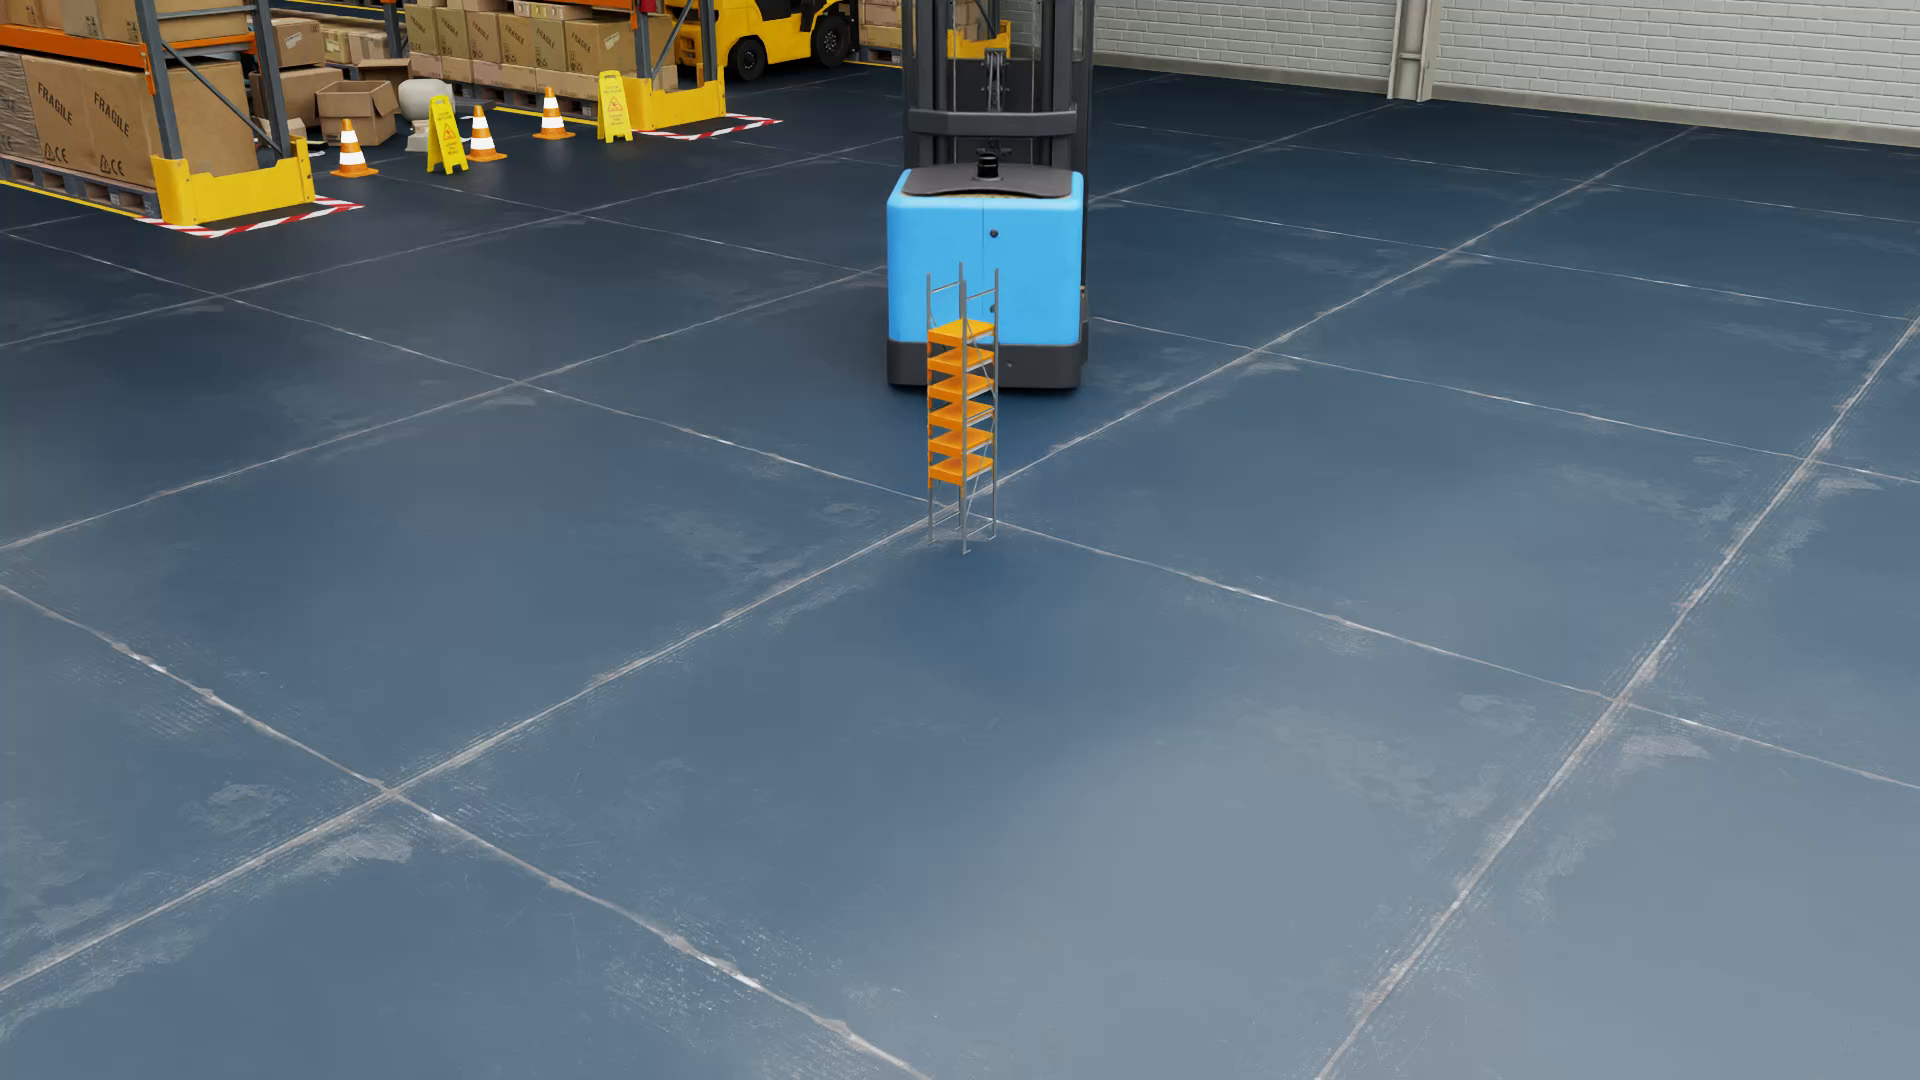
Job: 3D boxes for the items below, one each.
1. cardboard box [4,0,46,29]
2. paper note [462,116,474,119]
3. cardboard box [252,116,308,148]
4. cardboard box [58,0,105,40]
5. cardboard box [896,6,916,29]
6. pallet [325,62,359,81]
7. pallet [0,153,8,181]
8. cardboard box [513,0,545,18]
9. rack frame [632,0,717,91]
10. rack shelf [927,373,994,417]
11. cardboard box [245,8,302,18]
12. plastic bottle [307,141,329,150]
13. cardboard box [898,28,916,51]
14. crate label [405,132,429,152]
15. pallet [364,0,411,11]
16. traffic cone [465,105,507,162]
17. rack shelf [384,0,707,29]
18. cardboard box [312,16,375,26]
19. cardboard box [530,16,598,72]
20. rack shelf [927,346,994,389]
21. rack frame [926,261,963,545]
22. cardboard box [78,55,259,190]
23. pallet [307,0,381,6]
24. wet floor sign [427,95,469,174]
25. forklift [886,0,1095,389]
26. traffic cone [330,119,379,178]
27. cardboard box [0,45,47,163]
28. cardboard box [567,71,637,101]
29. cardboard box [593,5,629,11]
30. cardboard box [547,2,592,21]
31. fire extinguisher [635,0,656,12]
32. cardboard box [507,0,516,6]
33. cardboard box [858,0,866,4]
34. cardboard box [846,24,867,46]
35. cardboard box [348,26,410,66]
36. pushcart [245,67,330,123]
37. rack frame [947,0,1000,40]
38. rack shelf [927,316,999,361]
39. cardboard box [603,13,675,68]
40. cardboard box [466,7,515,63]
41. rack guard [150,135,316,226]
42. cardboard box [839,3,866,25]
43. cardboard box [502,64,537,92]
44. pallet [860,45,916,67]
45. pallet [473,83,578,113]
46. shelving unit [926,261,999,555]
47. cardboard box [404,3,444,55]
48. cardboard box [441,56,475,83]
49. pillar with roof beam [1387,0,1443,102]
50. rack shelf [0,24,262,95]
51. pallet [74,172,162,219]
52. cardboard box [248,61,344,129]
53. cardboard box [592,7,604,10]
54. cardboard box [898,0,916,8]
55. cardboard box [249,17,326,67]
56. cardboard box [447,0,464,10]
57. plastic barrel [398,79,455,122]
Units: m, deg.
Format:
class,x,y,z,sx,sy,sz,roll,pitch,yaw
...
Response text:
class,x,y,z,sx,sy,sz,roll,pitch,yaw
cardboard box,-7.313,-4.550,13.672,0.500,0.550,0.875,17,29,33
paper note,-5.035,-4.349,17.082,0.148,0.019,0.142,7,25,15
cardboard box,-6.434,-3.885,15.737,0.396,0.266,0.258,-21,31,-39
cardboard box,-6.491,-4.260,13.012,0.550,0.550,0.875,17,29,33
cardboard box,-0.429,-6.393,20.310,0.500,0.250,0.500,16,29,33
pallet,-6.650,-5.491,19.450,1.213,0.211,1.003,17,29,33
pallet,-8.353,-3.472,14.869,1.213,0.211,1.003,17,29,33
cardboard box,-4.366,-5.488,17.141,0.250,0.149,0.380,18,30,35
rack frame,-2.826,-5.612,16.266,0.127,3.000,1.000,17,29,33
rack shelf,0.012,-0.615,6.970,0.180,0.103,0.258,17,29,33
cardboard box,-8.781,-6.396,20.784,0.625,0.372,0.950,15,28,30
plastic bottle,-6.065,-3.689,15.548,0.283,0.061,0.133,7,25,15
cardboard box,-0.417,-6.159,20.399,0.500,0.250,0.500,17,29,34
crate label,-5.003,-3.719,15.521,0.298,0.136,0.250,3,24,6
pallet,-8.781,-8.655,26.632,1.213,0.211,1.003,17,29,33
traffic cone,-4.337,-3.698,15.069,0.334,0.463,0.336,17,29,33
rack shelf,-4.426,-5.766,17.508,4.000,0.370,1.077,17,29,33
cardboard box,-7.582,-6.035,19.965,0.625,0.372,0.950,18,29,35
cardboard box,-4.043,-5.123,17.117,0.500,0.500,0.500,18,30,35
rack shelf,0.012,-0.725,6.921,0.180,0.103,0.258,17,29,33
rack frame,-0.062,-0.568,7.050,0.006,1.200,0.240,17,29,33
cardboard box,-6.296,-3.353,13.253,0.875,0.875,0.875,17,29,34
pallet,-10.003,-9.006,27.428,1.213,0.211,1.003,17,29,33
wet floor sign,-4.503,-3.544,14.494,0.232,0.644,0.267,12,26,24
forklift,0.233,-2.708,9.761,1.130,2.935,3.031,2,24,4
traffic cone,-5.287,-3.416,14.428,0.334,0.463,0.336,17,29,33
cardboard box,-7.730,-3.786,14.236,0.875,0.875,0.875,17,29,34
cardboard box,-3.653,-4.660,16.995,0.500,0.250,0.500,17,29,33
cardboard box,-4.696,-7.780,23.613,0.625,0.625,0.875,15,28,31
cardboard box,-3.957,-5.362,16.855,0.250,0.149,0.380,18,29,35
fire extinguisher,-3.011,-5.400,15.881,0.183,0.674,0.296,17,29,33
cardboard box,-4.984,-5.677,18.374,0.500,0.500,0.500,17,29,34
cardboard box,-1.229,-6.856,20.741,0.500,0.250,0.500,17,29,34
cardboard box,-1.204,-6.407,20.960,0.500,0.250,0.500,17,29,34
cardboard box,-6.448,-5.694,19.192,0.625,0.372,0.950,17,29,34
pushcart,-7.354,-4.631,17.293,0.936,0.377,1.648,7,25,15
rack frame,0.148,-7.214,19.903,0.127,3.000,1.000,17,29,33
rack shelf,0.012,-0.834,6.873,0.180,0.103,0.258,17,29,33
cardboard box,-3.325,-5.178,17.242,0.500,0.500,0.500,16,28,32
cardboard box,-4.867,-5.375,17.687,0.500,0.500,0.500,19,30,36
rack guard,-5.694,-2.840,13.076,0.348,0.500,1.175,17,29,33
cardboard box,-1.249,-6.636,20.861,0.500,0.250,0.500,16,28,32
cardboard box,-4.466,-4.907,17.555,0.500,0.250,0.500,16,28,31
pallet,-0.489,-6.109,20.854,1.213,0.211,1.003,17,29,33
pallet,-4.487,-4.857,18.011,1.213,0.211,1.003,17,29,33
shelving unit,0.012,-0.546,7.000,0.189,1.200,0.258,17,29,33
cardboard box,-5.716,-5.626,18.258,0.500,0.500,0.500,18,30,36
cardboard box,-5.282,-5.157,18.125,0.500,0.250,0.500,19,30,36
pillar with roof beam,2.351,-7.579,13.290,0.400,9.000,9.100,17,29,33
rack shelf,-7.314,-4.144,13.828,4.000,0.370,1.077,17,29,33
pallet,-6.400,-2.882,13.529,1.213,0.211,1.003,17,29,33
cardboard box,-6.503,-4.363,16.359,0.503,0.637,0.797,17,29,33
cardboard box,-4.142,-5.427,17.807,0.500,0.500,0.500,17,29,34
cardboard box,-0.407,-6.616,20.195,0.500,0.250,0.500,18,29,35
cardboard box,-7.070,-5.200,17.493,0.500,0.500,0.500,17,29,33
cardboard box,-5.240,-5.750,17.734,0.250,0.149,0.380,18,30,35
plastic barrel,-5.387,-4.444,16.810,0.512,0.421,0.421,-5,24,-12
